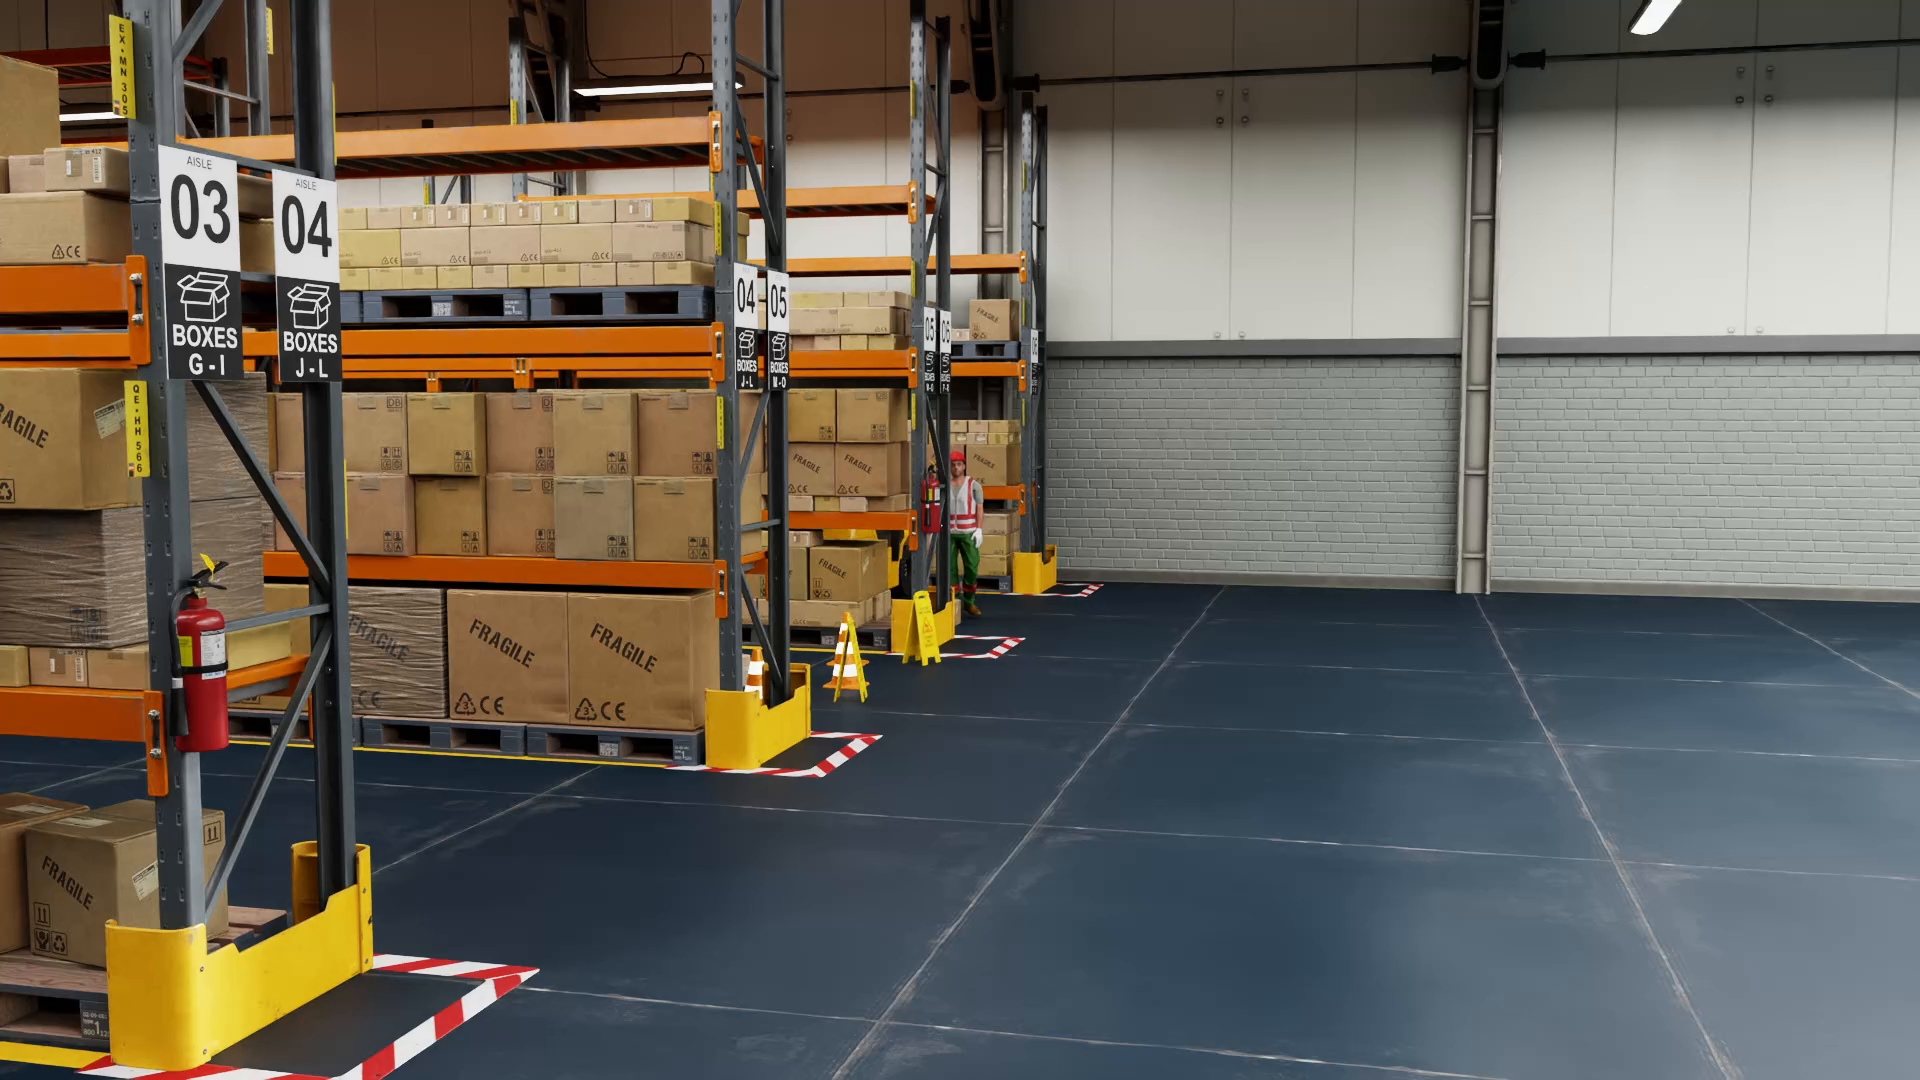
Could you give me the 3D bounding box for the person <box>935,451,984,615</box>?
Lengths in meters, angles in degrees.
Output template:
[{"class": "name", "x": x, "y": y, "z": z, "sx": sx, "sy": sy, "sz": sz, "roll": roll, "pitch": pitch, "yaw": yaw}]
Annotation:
[{"class": "person", "x": -0.024, "y": -0.063, "z": 17.865, "sx": 0.556, "sy": 1.790, "sz": 0.390, "roll": 1, "pitch": 5, "yaw": 9}]
